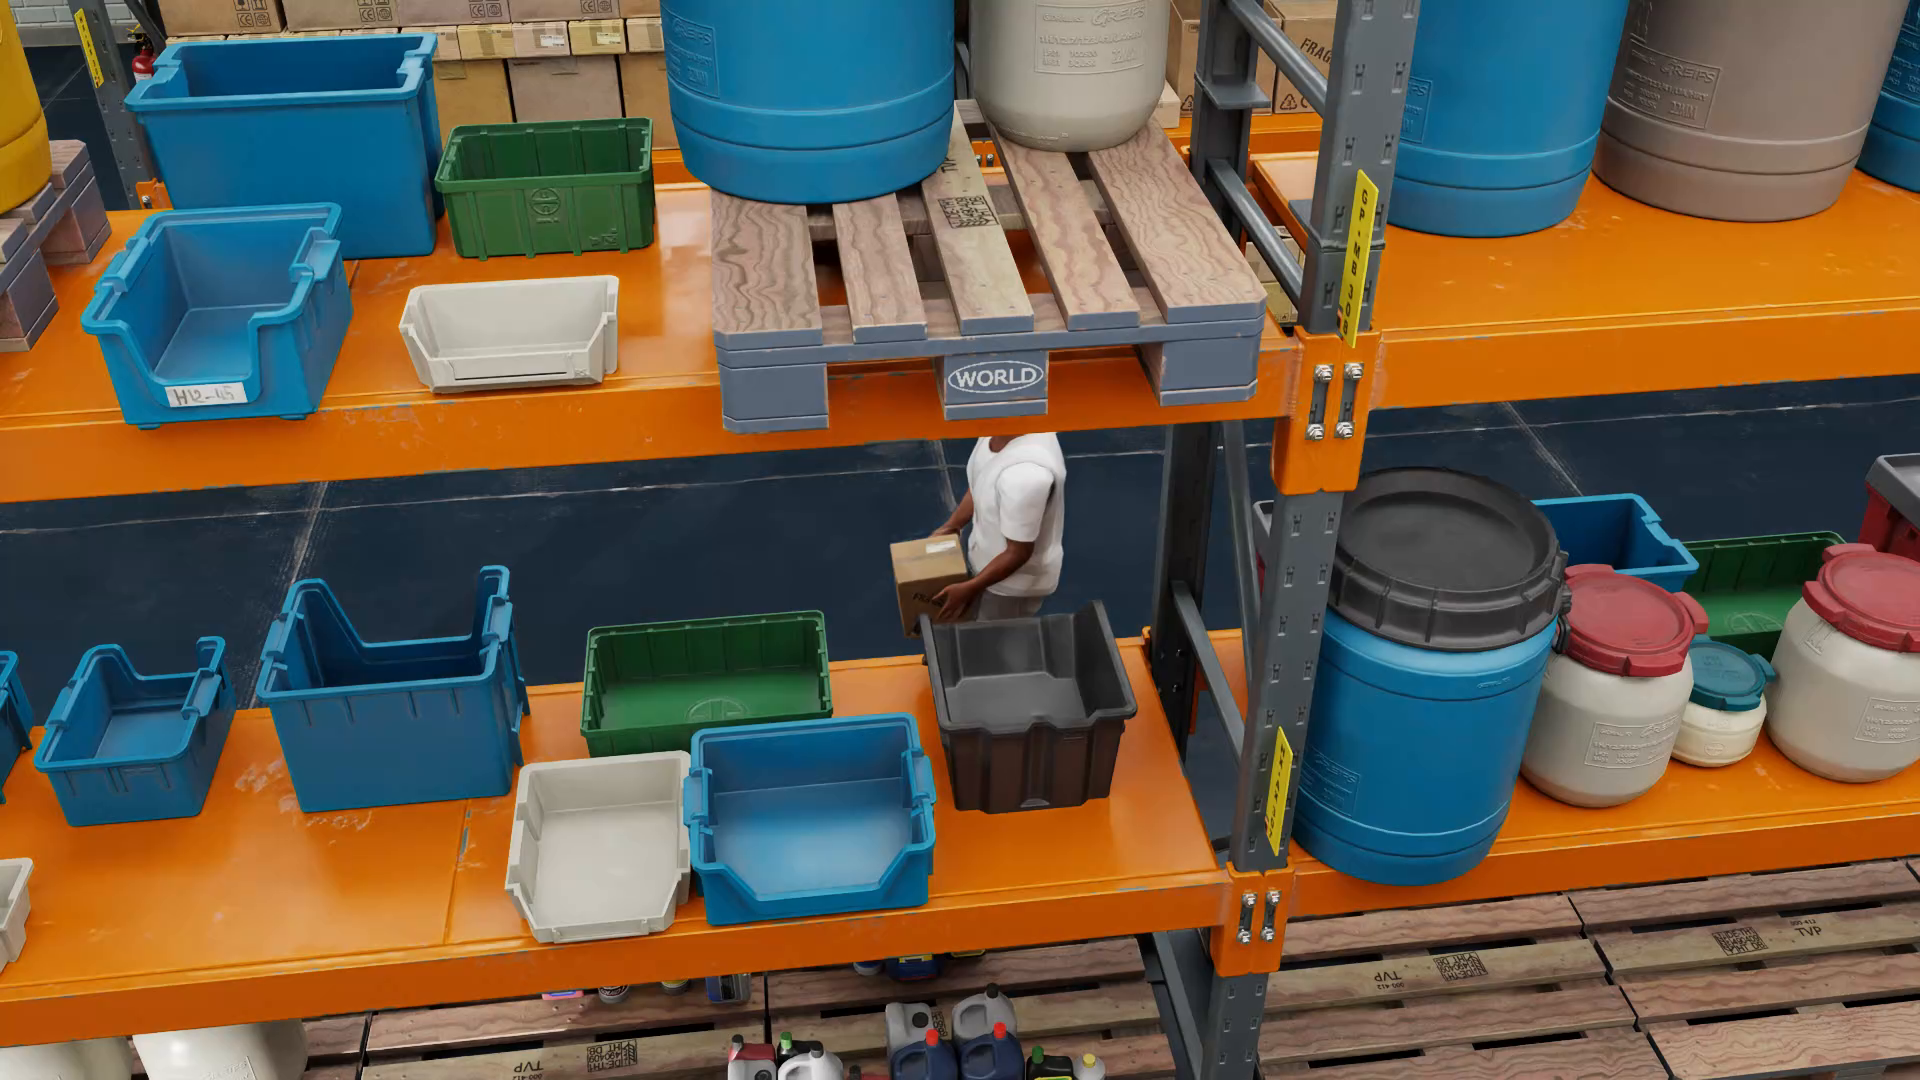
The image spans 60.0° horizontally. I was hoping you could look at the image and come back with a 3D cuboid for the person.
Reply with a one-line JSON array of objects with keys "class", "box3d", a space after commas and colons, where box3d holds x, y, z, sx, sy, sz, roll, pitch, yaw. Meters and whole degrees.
[{"class": "person", "box3d": [0.119, 0.104, 5.972, 0.482, 1.767, 0.569, -5, 35, -7]}]
